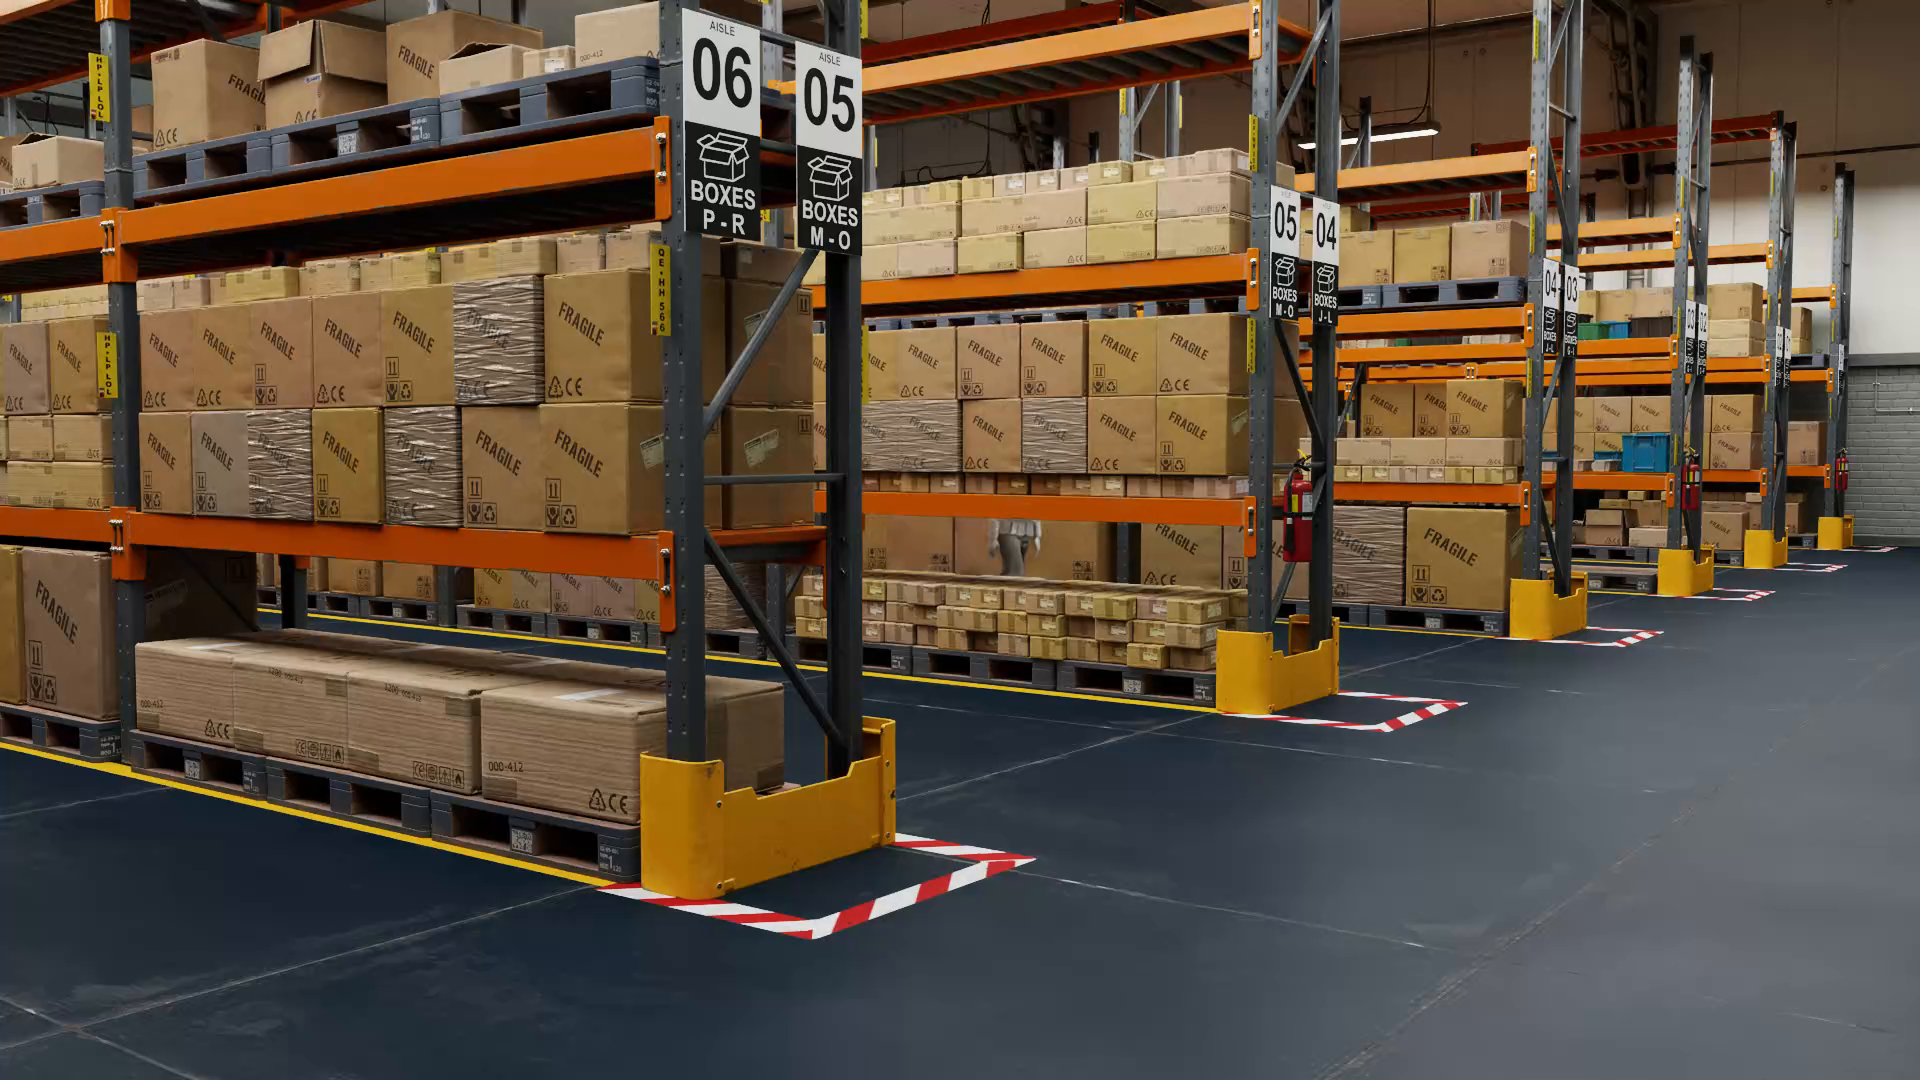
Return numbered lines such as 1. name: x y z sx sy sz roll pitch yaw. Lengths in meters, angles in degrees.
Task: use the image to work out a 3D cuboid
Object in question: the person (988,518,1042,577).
1. person: 0.489 -0.020 14.154 0.873 1.629 0.537 3 4 42
